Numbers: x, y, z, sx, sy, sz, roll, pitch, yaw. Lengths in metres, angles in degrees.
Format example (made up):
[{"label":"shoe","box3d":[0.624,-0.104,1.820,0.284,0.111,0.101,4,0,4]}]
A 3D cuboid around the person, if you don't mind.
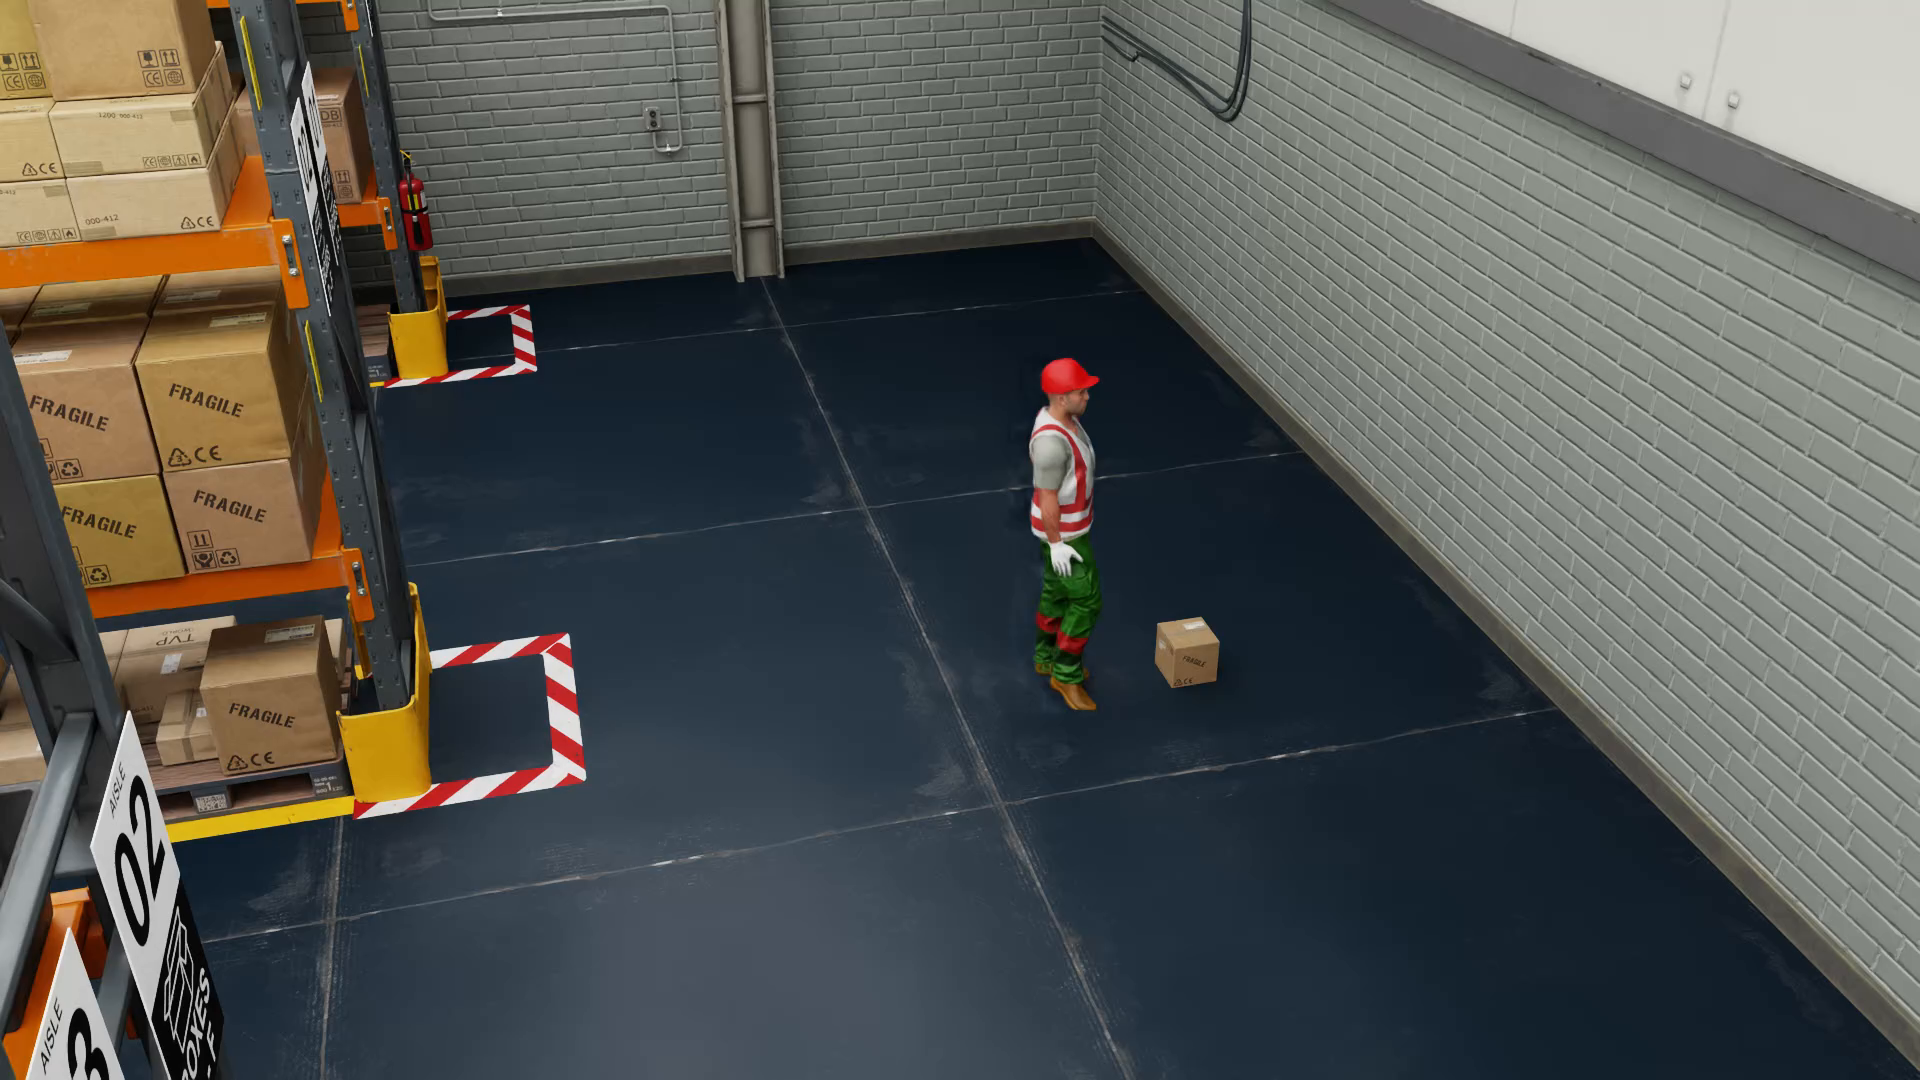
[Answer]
[{"label":"person","box3d":[0.540,-0.045,8.312,0.401,1.822,0.589,4,30,7]}]
